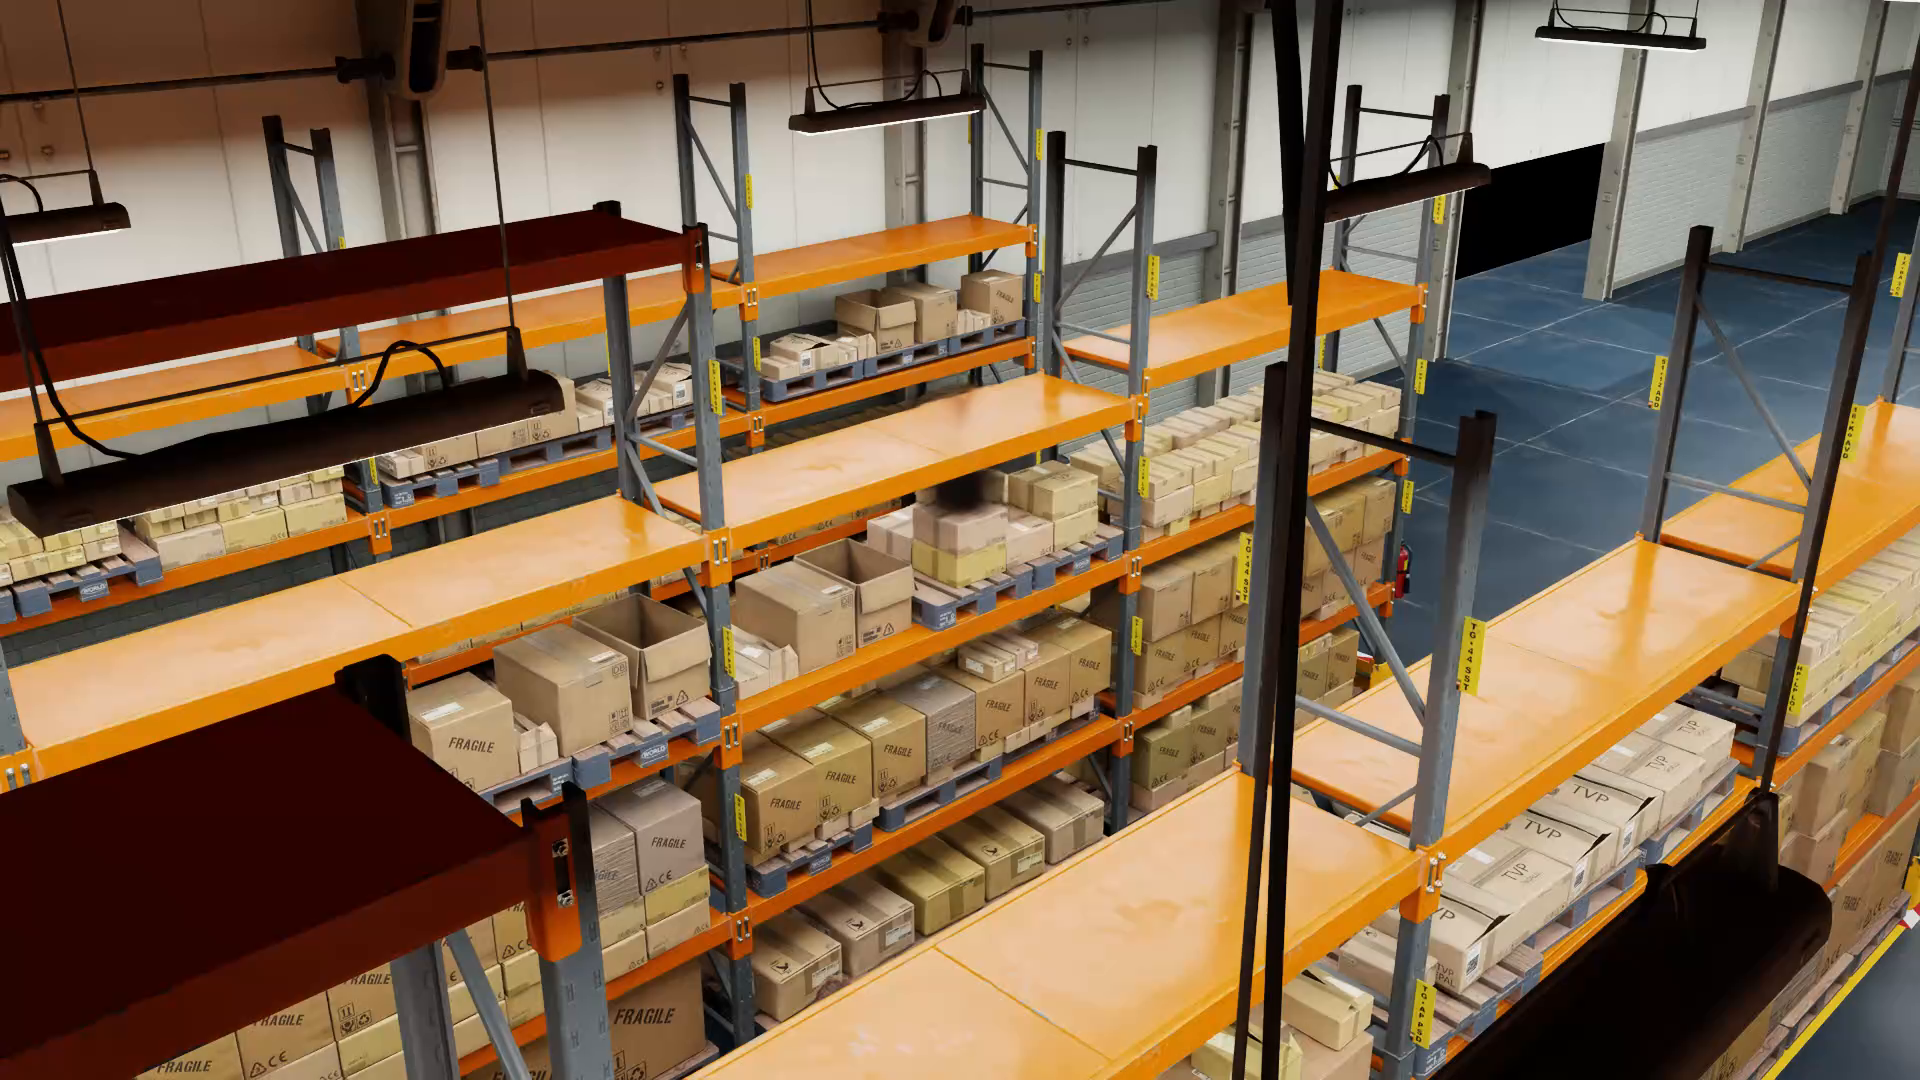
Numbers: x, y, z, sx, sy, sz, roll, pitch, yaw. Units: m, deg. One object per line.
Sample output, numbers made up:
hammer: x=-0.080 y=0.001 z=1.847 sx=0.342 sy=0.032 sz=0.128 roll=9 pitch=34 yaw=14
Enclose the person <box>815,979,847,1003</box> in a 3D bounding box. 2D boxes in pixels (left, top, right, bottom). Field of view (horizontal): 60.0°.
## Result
person: x=-0.498 y=3.377 z=10.921 sx=0.973 sy=1.368 sz=0.538 roll=-14 pitch=26 yaw=-31
